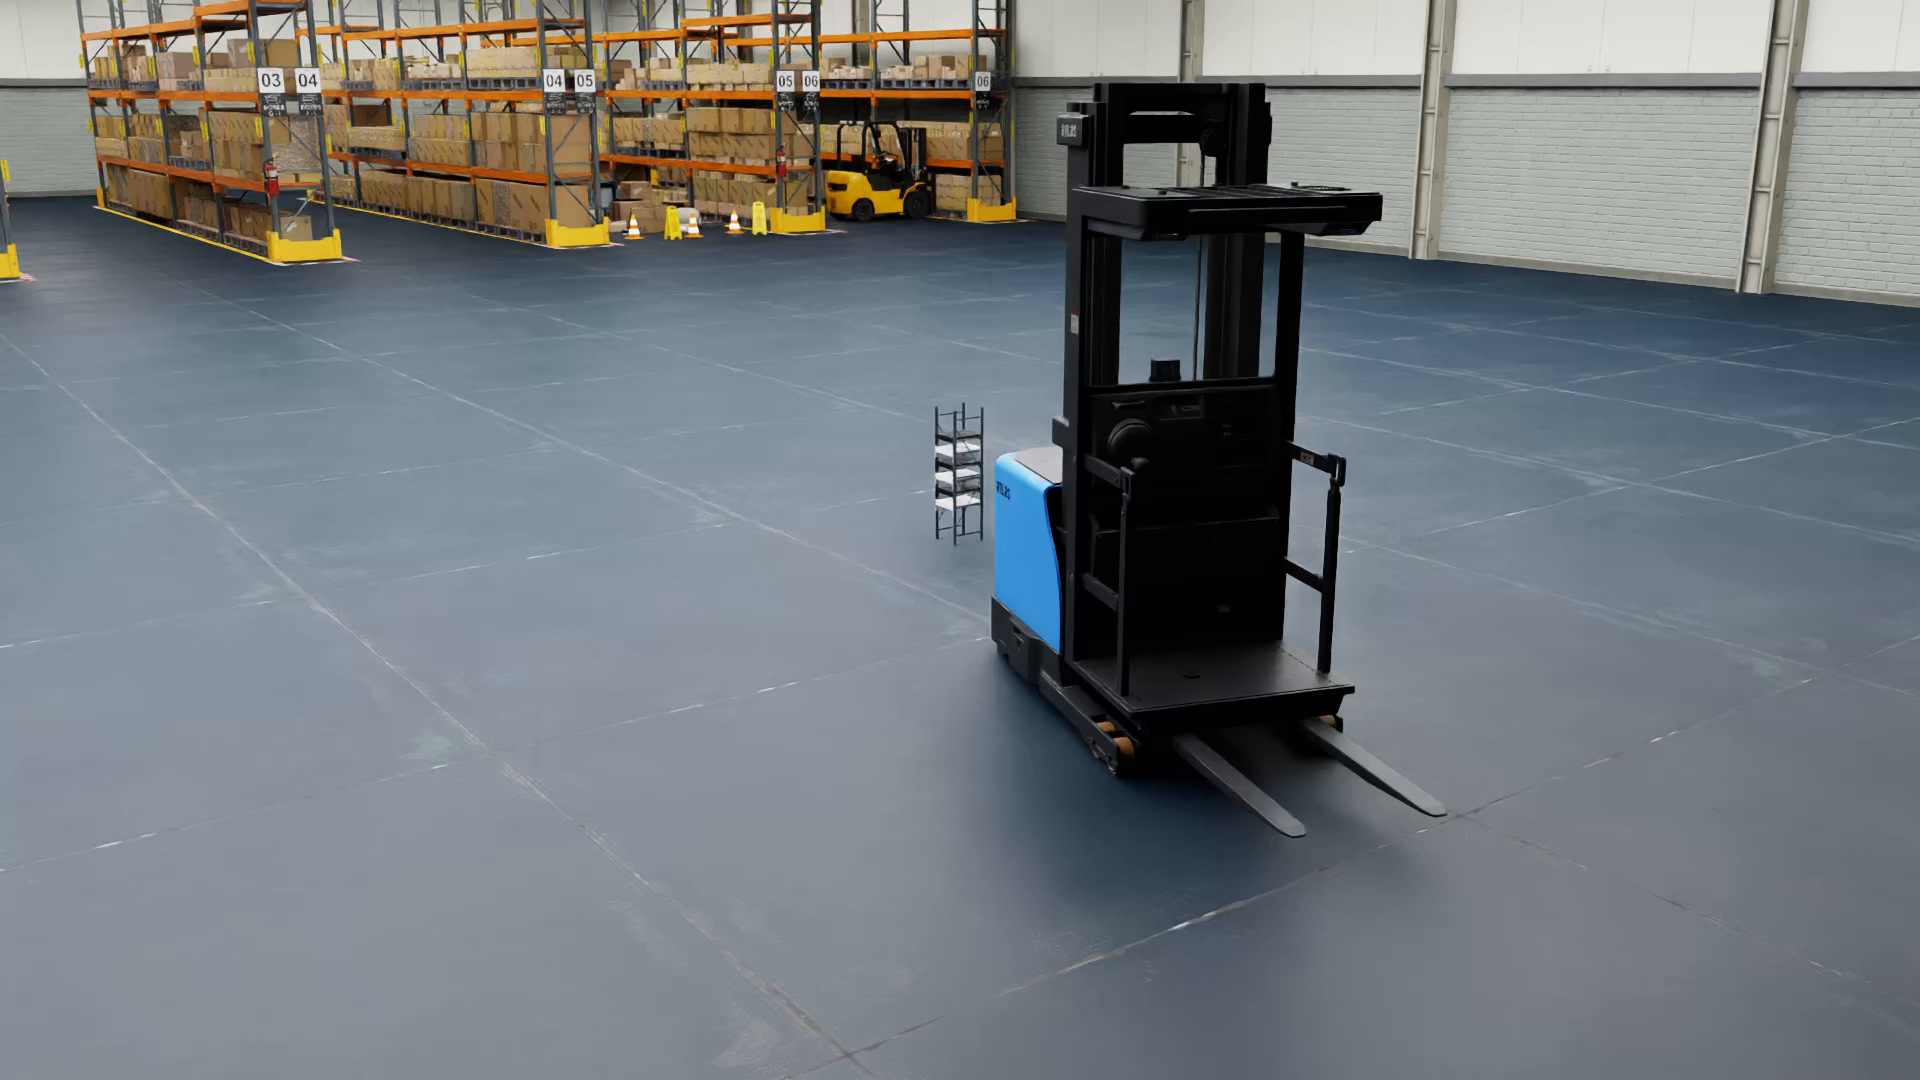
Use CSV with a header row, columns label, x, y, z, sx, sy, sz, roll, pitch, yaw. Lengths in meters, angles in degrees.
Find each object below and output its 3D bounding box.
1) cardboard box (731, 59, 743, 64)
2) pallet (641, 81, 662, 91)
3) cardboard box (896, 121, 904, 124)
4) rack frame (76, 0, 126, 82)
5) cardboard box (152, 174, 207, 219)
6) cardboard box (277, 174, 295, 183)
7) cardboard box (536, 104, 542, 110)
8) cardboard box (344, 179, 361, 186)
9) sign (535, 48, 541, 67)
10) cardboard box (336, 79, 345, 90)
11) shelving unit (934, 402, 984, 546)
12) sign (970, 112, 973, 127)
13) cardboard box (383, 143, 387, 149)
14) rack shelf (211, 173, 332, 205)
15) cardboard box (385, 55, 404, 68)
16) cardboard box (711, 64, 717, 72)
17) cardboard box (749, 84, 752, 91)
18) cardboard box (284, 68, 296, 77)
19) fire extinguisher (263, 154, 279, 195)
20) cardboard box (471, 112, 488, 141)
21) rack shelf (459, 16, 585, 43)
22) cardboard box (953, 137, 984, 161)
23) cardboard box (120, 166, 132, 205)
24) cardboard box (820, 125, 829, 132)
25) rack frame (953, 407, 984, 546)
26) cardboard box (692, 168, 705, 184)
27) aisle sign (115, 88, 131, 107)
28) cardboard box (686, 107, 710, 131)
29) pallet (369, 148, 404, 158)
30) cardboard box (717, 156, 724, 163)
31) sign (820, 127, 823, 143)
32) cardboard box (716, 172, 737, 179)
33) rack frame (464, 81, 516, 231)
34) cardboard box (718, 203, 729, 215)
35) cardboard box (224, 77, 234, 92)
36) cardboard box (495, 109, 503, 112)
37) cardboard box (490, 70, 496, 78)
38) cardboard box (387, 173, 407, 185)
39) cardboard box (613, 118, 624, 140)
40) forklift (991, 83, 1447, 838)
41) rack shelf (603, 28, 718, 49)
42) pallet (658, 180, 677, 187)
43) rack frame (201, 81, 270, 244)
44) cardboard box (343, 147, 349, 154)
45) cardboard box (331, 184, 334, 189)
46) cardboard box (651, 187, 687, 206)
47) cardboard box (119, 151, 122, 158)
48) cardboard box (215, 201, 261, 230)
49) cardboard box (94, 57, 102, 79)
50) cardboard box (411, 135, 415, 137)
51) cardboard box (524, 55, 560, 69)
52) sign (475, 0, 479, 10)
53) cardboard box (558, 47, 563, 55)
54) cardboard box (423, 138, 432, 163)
label,x,y,z,sx,sy,sz,roll,pitch,yaw
cardboard box,-6.122,-13.050,45.536,0.396,0.266,0.258,-11,19,-35
pallet,-6.555,-10.431,38.180,1.213,0.211,1.003,-11,19,-35
cardboard box,-1.322,-9.773,39.118,0.380,0.149,0.250,-11,19,-36
rack frame,-20.738,-12.624,40.152,1.000,3.000,0.127,-11,19,-35
cardboard box,-16.423,-7.350,35.478,1.225,0.875,0.875,-12,19,-37
cardboard box,-11.665,-6.221,28.600,0.380,0.149,0.250,-11,19,-35
cardboard box,-10.809,-11.274,43.273,0.380,0.149,0.250,-11,19,-36
cardboard box,-15.069,-8.875,41.297,0.380,0.149,0.250,-11,19,-35
sign,-7.706,-8.816,30.396,0.100,0.325,0.005,-11,19,-35
cardboard box,-14.822,-11.062,40.411,0.500,0.250,0.500,-10,18,-33
shelving unit,-0.005,-0.436,10.964,0.258,0.900,0.210,-11,19,-35
sign,0.251,-9.214,36.418,0.100,0.325,0.005,-11,19,-35
cardboard box,-12.921,-8.994,37.934,0.380,0.149,0.250,-10,18,-34
rack shelf,-12.506,-6.394,30.117,1.077,0.370,4.000,-11,19,-35
cardboard box,-12.724,-10.787,37.486,0.396,0.266,0.258,-11,19,-35
cardboard box,-5.101,-10.084,35.521,0.380,0.149,0.250,-12,19,-36
cardboard box,-4.147,-9.385,34.476,0.380,0.149,0.250,-11,19,-34
cardboard box,-11.305,-7.975,28.378,0.380,0.149,0.250,-11,19,-35
fire extinguisher,-11.636,-6.180,28.121,0.296,0.674,0.183,-11,19,-35
cardboard box,-9.422,-8.425,33.846,0.875,0.550,0.550,-11,19,-35
rack shelf,-8.435,-9.843,32.111,1.077,0.370,4.000,-11,19,-35
cardboard box,0.197,-8.735,37.121,0.500,0.500,0.500,-11,19,-36
cardboard box,-19.239,-8.399,39.311,0.875,0.875,0.875,-11,19,-35
cardboard box,-3.289,-10.305,41.625,0.380,0.149,0.250,-10,18,-33
rack frame,0.055,-0.414,10.884,0.240,0.900,0.006,-11,19,-35
cardboard box,-7.345,-10.481,47.627,0.700,0.500,0.500,-12,19,-37
aisle sign,-20.538,-11.046,40.827,0.394,0.787,0.004,-11,19,-35
cardboard box,-5.583,-9.252,36.551,0.700,0.500,0.500,-11,19,-35
pallet,-13.160,-9.094,38.983,1.003,0.211,1.213,-11,19,-35
cardboard box,-4.996,-8.193,35.804,0.380,0.149,0.250,-11,19,-34
sign,-2.876,-8.353,34.275,0.100,0.325,0.005,-11,19,-35
cardboard box,-5.048,-7.886,35.972,0.380,0.149,0.250,-10,18,-31
rack frame,-9.611,-7.916,34.316,1.000,3.000,0.127,-11,19,-35
cardboard box,-4.901,-7.189,36.074,0.500,0.250,0.500,-11,19,-35
cardboard box,-12.710,-8.075,29.499,0.500,0.250,0.500,-11,19,-35
cardboard box,-12.361,-11.543,45.484,0.500,0.500,0.500,-11,19,-36
cardboard box,-8.921,-9.090,32.415,0.380,0.149,0.250,-11,19,-34
cardboard box,-12.883,-8.340,38.385,0.500,0.250,0.500,-11,19,-34
cardboard box,-7.941,-9.822,39.733,0.500,0.500,0.500,-12,19,-36
forklift,1.098,-0.500,7.351,1.130,2.935,3.031,-5,16,-17
rack shelf,-6.842,-11.487,38.118,1.077,0.370,4.000,-11,19,-35
pallet,-8.195,-10.508,49.070,1.003,0.211,1.213,-11,19,-35
rack frame,-13.682,-7.168,31.582,1.000,3.000,0.127,-11,19,-35
cardboard box,-14.911,-9.566,40.820,0.380,0.149,0.250,-11,19,-36
cardboard box,-15.939,-9.078,42.604,0.380,0.149,0.250,-12,19,-37
cardboard box,-6.812,-8.054,39.002,0.950,0.372,0.625,-10,18,-33
cardboard box,-19.133,-8.879,38.310,0.380,0.149,0.250,-11,19,-35
cardboard box,-14.026,-6.309,32.345,0.700,0.500,0.500,-13,20,-39
cardboard box,-20.156,-11.234,39.584,0.700,0.500,0.500,-12,19,-37
cardboard box,-12.405,-9.243,38.283,0.380,0.149,0.250,-12,19,-36
cardboard box,-7.773,-8.892,30.935,0.500,0.250,0.500,-11,19,-34
sign,-13.175,-14.604,45.318,0.100,0.325,0.005,-11,19,-35
cardboard box,-7.344,-9.197,31.296,0.380,0.149,0.250,-11,19,-34
cardboard box,-11.320,-8.465,36.131,0.500,0.500,0.500,-11,19,-35
